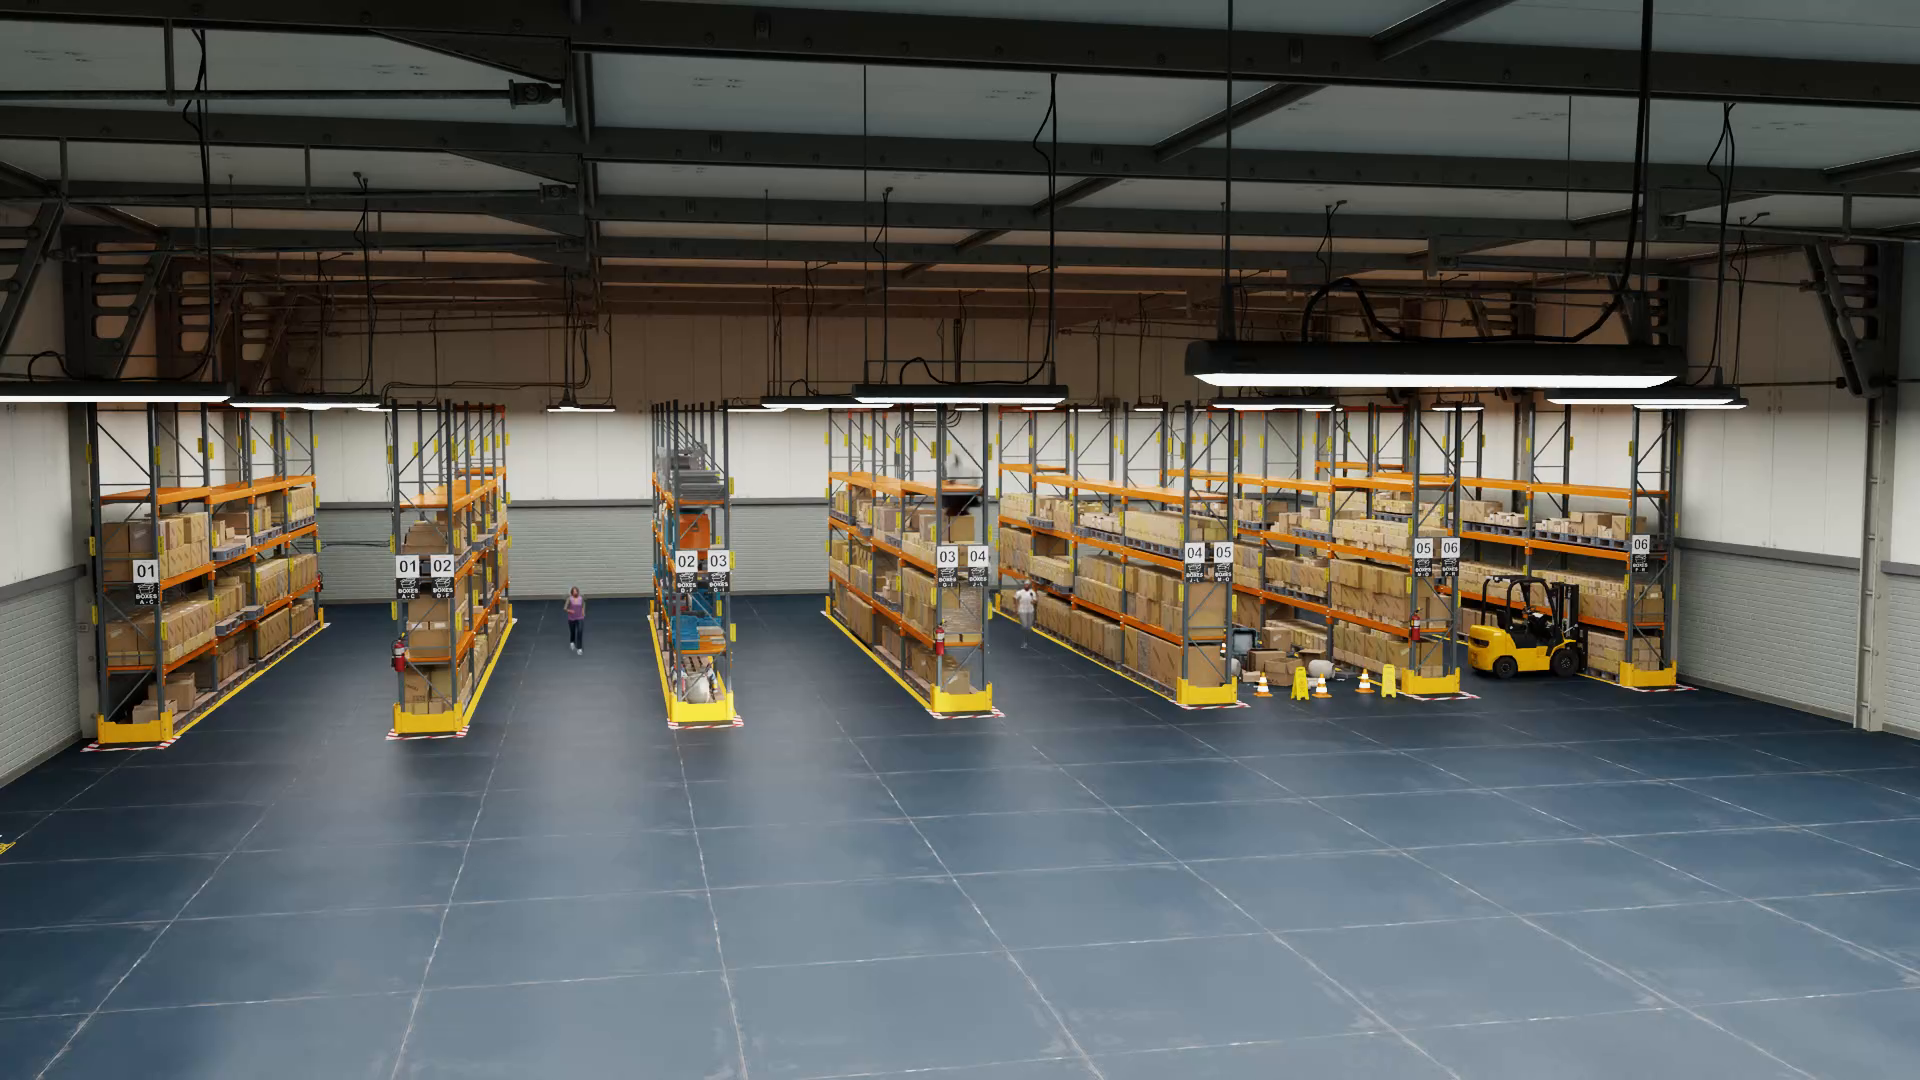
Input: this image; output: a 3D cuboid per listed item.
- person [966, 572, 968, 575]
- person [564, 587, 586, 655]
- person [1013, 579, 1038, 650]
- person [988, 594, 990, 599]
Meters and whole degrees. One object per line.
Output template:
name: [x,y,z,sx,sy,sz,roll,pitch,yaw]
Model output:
person: [-0.165,1.200,48.618,0.614,1.755,0.726,-4,6,-44]
person: [-9.210,1.911,39.809,0.544,1.596,0.891,-2,5,-22]
person: [1.618,1.816,40.710,0.543,1.758,0.755,-1,5,-17]
person: [0.615,1.223,49.548,0.745,1.563,0.595,-3,5,-31]
